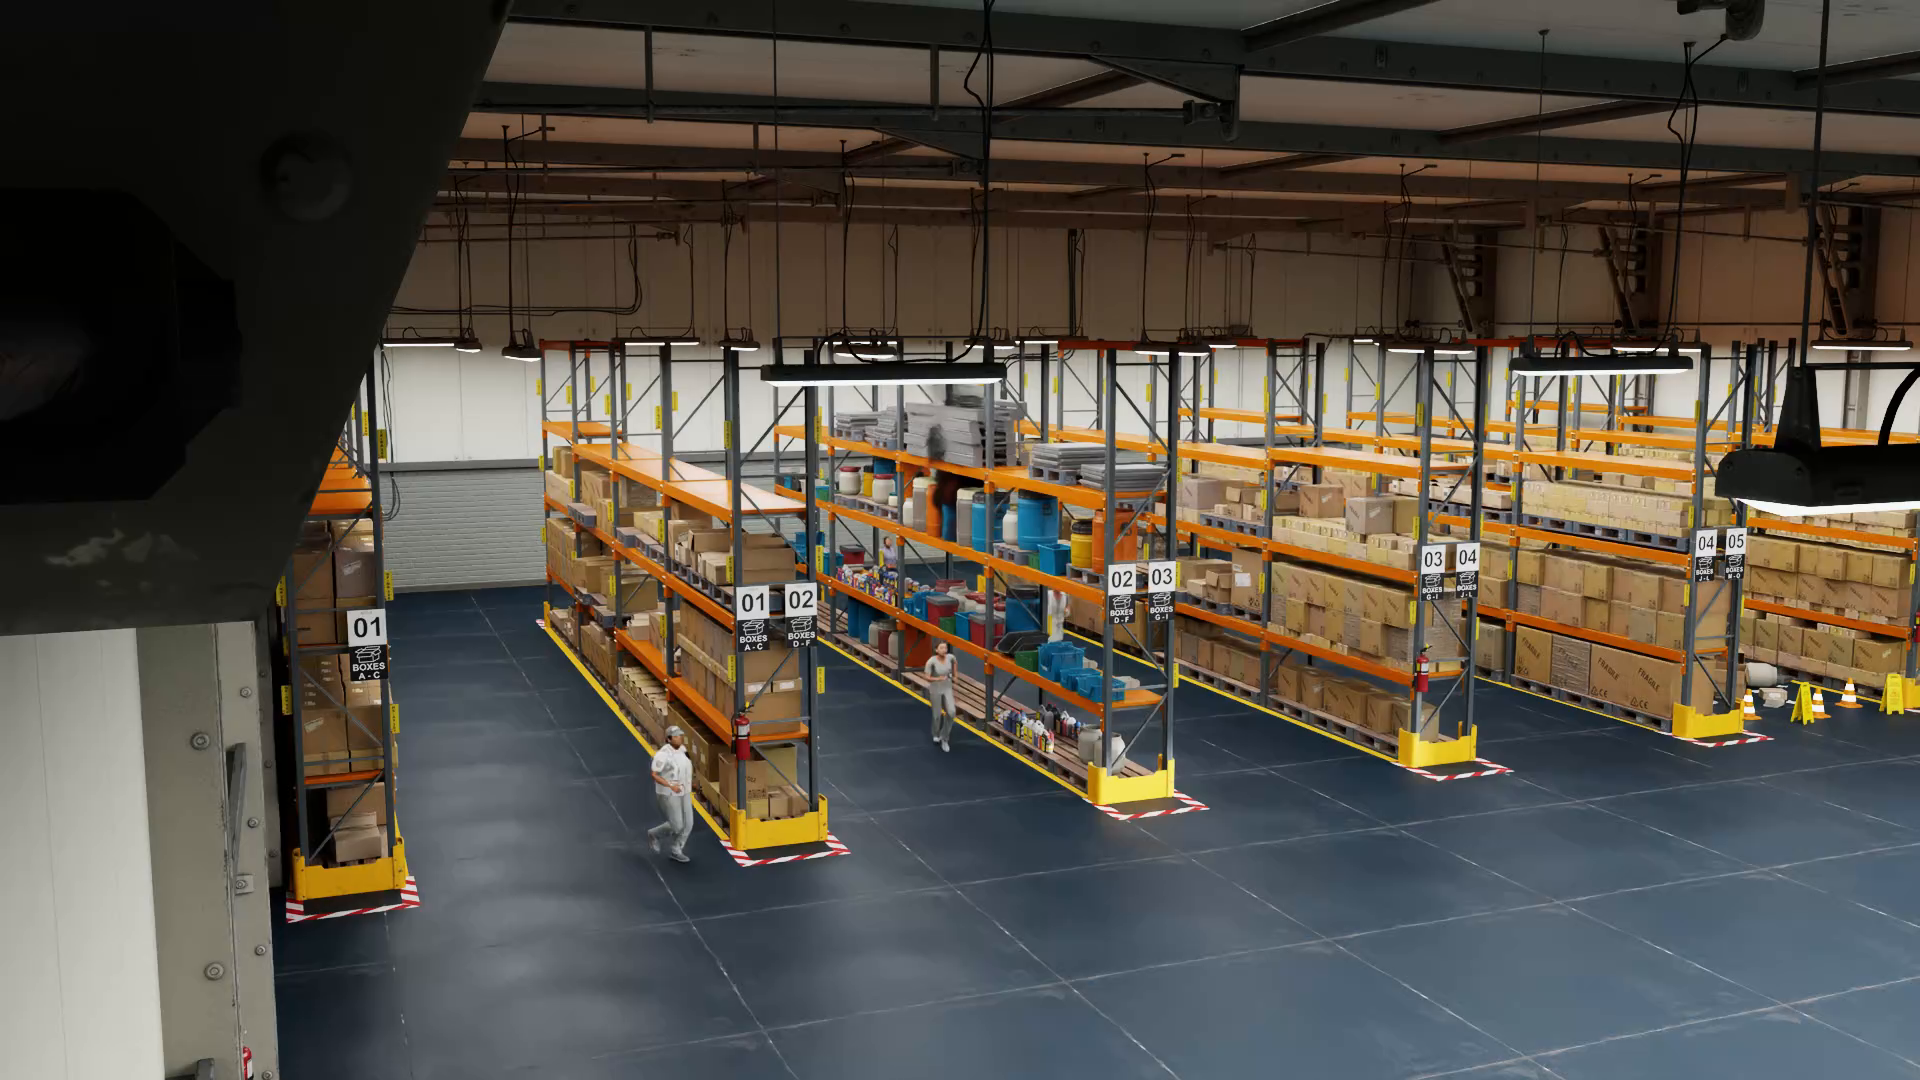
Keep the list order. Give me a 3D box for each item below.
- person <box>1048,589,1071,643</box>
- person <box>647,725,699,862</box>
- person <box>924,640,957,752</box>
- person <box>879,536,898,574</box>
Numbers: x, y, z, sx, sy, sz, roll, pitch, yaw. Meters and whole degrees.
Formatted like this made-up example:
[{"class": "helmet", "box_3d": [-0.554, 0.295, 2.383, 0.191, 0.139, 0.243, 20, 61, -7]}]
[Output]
[{"class": "person", "box_3d": [1.741, 1.513, 30.397, 0.621, 1.701, 0.720, -4, 8, -27]}, {"class": "person", "box_3d": [-3.403, 2.982, 19.658, 0.561, 1.622, 0.595, 4, 9, 30]}, {"class": "person", "box_3d": [-0.282, 2.290, 24.799, 0.587, 1.678, 0.815, -2, 8, -18]}, {"class": "person", "box_3d": [-1.601, 0.750, 36.808, 0.777, 1.685, 0.608, 7, 10, 42]}]
